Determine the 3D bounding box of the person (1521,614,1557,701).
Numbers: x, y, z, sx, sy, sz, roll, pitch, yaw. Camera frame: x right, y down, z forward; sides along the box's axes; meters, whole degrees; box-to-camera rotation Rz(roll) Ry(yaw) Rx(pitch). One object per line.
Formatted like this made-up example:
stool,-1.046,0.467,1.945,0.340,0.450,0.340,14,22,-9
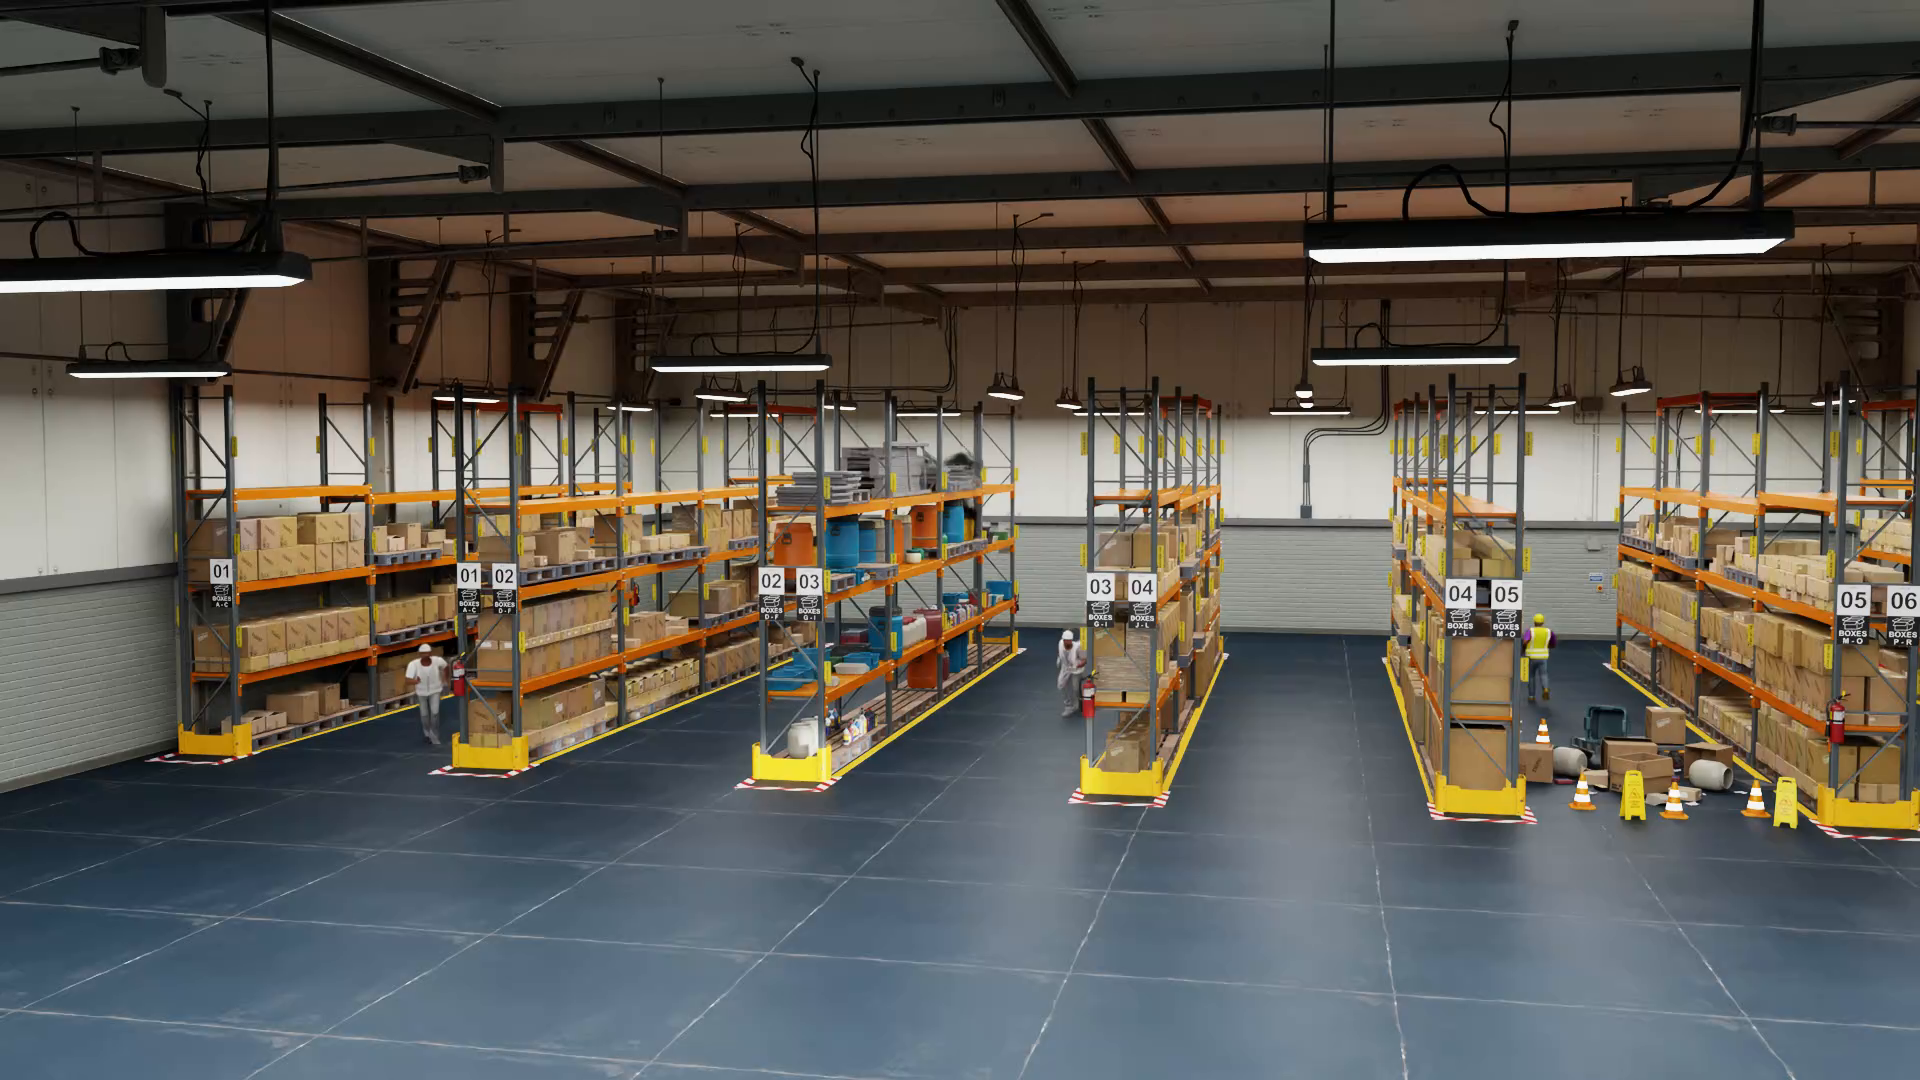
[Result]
person,11.283,2.305,32.448,0.698,1.747,0.931,0,3,7

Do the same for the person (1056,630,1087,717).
person,2.102,2.444,30.980,0.713,1.598,1.097,1,4,24

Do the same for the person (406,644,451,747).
person,-8.924,2.585,27.953,0.715,1.731,0.980,-1,3,-12

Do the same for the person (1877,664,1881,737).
person,15.053,2.586,27.756,0.662,1.695,0.926,1,3,10
